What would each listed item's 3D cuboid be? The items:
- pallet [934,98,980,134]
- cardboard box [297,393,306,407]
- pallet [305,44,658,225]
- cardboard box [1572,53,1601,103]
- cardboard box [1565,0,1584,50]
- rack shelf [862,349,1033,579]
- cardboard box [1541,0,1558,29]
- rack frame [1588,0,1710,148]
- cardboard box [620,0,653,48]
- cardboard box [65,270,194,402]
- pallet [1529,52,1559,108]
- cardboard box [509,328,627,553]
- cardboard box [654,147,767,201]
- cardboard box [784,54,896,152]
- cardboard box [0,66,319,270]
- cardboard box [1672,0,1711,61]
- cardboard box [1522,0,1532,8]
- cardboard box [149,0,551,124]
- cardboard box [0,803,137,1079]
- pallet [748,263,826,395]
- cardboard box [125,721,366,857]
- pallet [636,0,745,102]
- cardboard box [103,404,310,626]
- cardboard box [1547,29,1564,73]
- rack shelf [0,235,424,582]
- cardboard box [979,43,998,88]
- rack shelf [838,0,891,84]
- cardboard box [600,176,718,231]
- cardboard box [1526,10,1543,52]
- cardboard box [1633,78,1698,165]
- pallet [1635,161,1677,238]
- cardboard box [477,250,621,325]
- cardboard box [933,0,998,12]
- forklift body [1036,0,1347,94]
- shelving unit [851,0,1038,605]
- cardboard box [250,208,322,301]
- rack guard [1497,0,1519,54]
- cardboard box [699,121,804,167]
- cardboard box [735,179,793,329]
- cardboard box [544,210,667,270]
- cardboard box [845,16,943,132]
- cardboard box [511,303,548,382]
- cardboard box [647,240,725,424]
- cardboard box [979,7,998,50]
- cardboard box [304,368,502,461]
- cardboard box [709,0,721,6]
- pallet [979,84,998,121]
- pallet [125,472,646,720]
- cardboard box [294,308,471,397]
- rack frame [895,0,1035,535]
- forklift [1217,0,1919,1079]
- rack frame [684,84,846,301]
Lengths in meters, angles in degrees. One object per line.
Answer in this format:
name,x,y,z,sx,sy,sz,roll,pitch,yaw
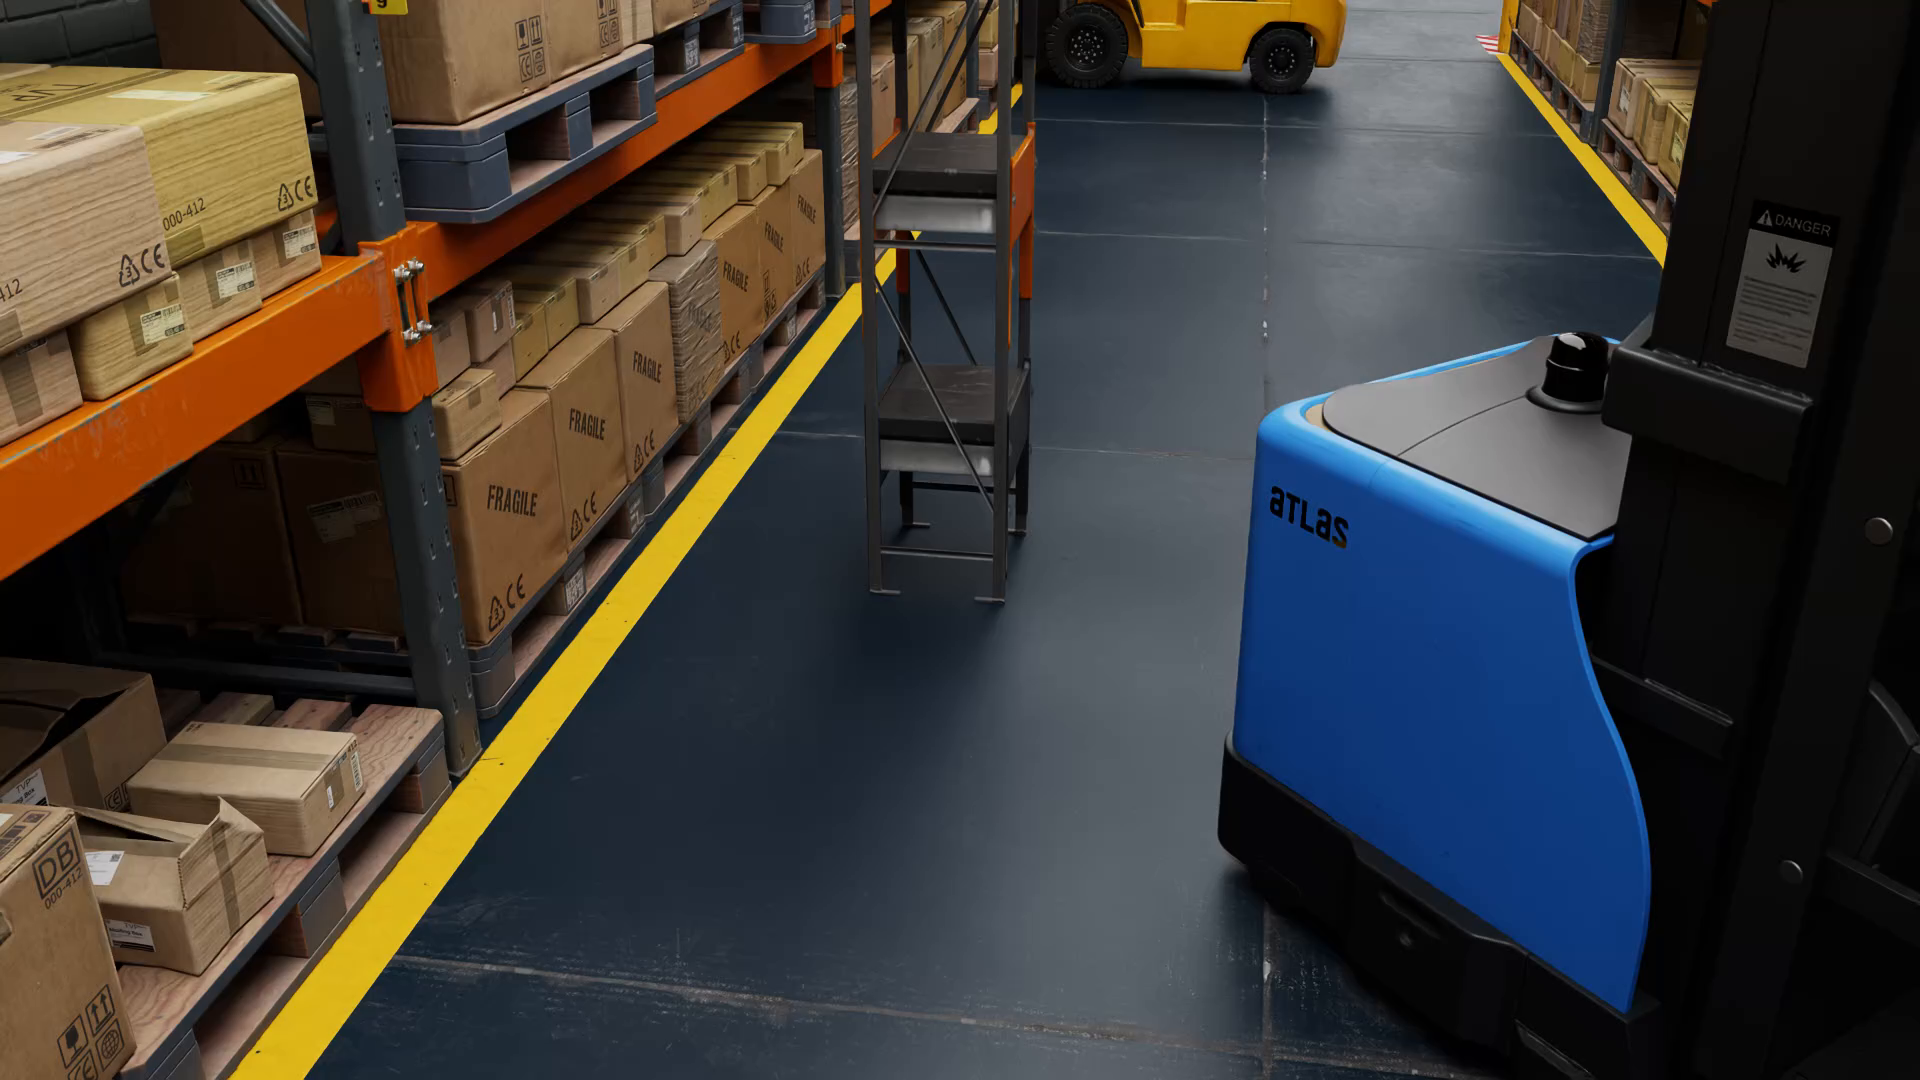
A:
pallet,-0.459,-2.610,10.577,1.003,0.211,1.213,4,25,9
cardboard box,-1.871,-0.474,4.412,0.380,0.149,0.250,4,25,9
pallet,-1.446,-1.078,4.240,1.003,0.211,1.213,4,25,9
cardboard box,4.352,-3.052,10.980,0.500,0.250,0.500,5,26,11
cardboard box,4.434,-3.605,11.276,0.500,0.500,0.500,4,25,9
rack shelf,-0.027,-0.235,4.960,0.431,0.518,0.480,4,25,9
cardboard box,4.595,-4.042,12.211,0.500,0.500,0.500,5,25,10
rack frame,4.521,-3.841,9.918,1.000,3.000,0.127,4,25,9
cardboard box,-1.079,-1.522,4.626,0.396,0.266,0.258,5,26,11
cardboard box,-1.527,-0.352,2.761,0.380,0.149,0.250,5,25,10
pallet,4.793,-3.373,12.208,1.003,0.211,1.213,4,25,9
cardboard box,-1.306,-0.306,4.819,0.500,0.500,0.500,4,25,8
cardboard box,-0.962,-1.415,6.423,0.380,0.149,0.250,3,25,7
cardboard box,-0.816,-2.159,8.630,0.875,0.625,0.625,5,26,10
cardboard box,-1.527,-0.675,2.979,0.500,0.250,0.500,5,25,10
cardboard box,4.884,-3.354,10.740,0.500,0.500,0.500,5,26,11
cardboard box,4.767,-4.471,13.126,0.500,0.500,0.500,3,25,7
cardboard box,-1.384,-1.260,3.791,0.700,0.500,0.500,5,25,10
cardboard box,-1.797,0.739,2.587,0.700,0.500,0.500,3,25,7
pallet,-1.190,-0.938,7.005,1.003,0.211,1.213,4,25,9
cardboard box,-1.485,0.517,3.476,0.380,0.149,0.250,3,25,7
pallet,-1.344,-1.610,5.378,1.003,0.211,1.213,4,25,9
cardboard box,-1.896,-0.122,4.425,0.500,0.500,0.500,4,25,8
cardboard box,4.517,-3.488,11.911,0.500,0.250,0.500,4,25,9
rack shelf,-2.011,0.324,1.867,1.077,0.370,4.000,4,25,9
cardboard box,0.029,-3.308,11.527,0.500,0.250,0.500,4,25,9
rack shelf,-0.704,-3.021,9.015,1.077,0.370,4.000,4,25,9
cardboard box,-1.090,-1.204,5.971,0.380,0.149,0.250,4,25,8
cardboard box,4.679,-3.928,12.852,0.500,0.250,0.500,5,26,10
cardboard box,4.323,-2.321,9.275,0.950,0.372,0.625,6,26,12
pallet,4.198,-1.741,8.720,1.003,0.211,1.213,4,25,9
cardboard box,-1.254,-0.768,5.041,0.380,0.149,0.250,4,25,8
cardboard box,0.012,-3.762,11.317,0.500,0.250,0.500,4,25,8
forklift body,1.767,-4.553,12.439,2.313,2.155,1.214,4,25,9
shelving unit,-0.027,-0.882,4.657,0.431,2.100,0.503,4,25,9
cardboard box,-1.487,-0.573,3.233,0.380,0.149,0.250,4,25,9
rack guard,5.162,-4.350,13.954,1.175,0.500,0.348,4,25,9
cardboard box,-0.861,-1.639,6.900,0.380,0.149,0.250,3,25,6
cardboard box,-0.980,-1.168,6.661,0.500,0.500,0.500,4,25,8
cardboard box,-1.196,-0.987,5.508,0.380,0.149,0.250,4,25,9
cardboard box,-0.585,-2.755,9.904,0.875,0.625,0.625,4,25,8
cardboard box,-1.363,-0.551,4.576,0.380,0.149,0.250,3,25,6
cardboard box,-1.129,-0.731,5.726,0.500,0.500,0.500,3,25,7
cardboard box,0.007,-3.536,11.424,0.500,0.250,0.500,4,25,8
cardboard box,-1.363,-0.321,4.086,0.380,0.149,0.250,5,26,11
cardboard box,-1.115,-2.052,5.479,0.797,0.503,0.637,3,25,7
pallet,-0.205,-3.251,11.945,1.003,0.211,1.213,4,25,9
pallet,-1.589,0.082,4.825,1.003,0.211,1.213,4,25,9
cardboard box,-1.423,-0.460,4.032,0.380,0.149,0.250,4,25,8
rack frame,0.013,-0.984,4.875,0.400,2.100,0.015,4,25,9
forklift,1.796,-0.202,2.224,1.130,2.935,3.031,-15,29,-30
rack frame,-1.030,-2.511,7.076,1.000,3.000,0.127,4,25,9
